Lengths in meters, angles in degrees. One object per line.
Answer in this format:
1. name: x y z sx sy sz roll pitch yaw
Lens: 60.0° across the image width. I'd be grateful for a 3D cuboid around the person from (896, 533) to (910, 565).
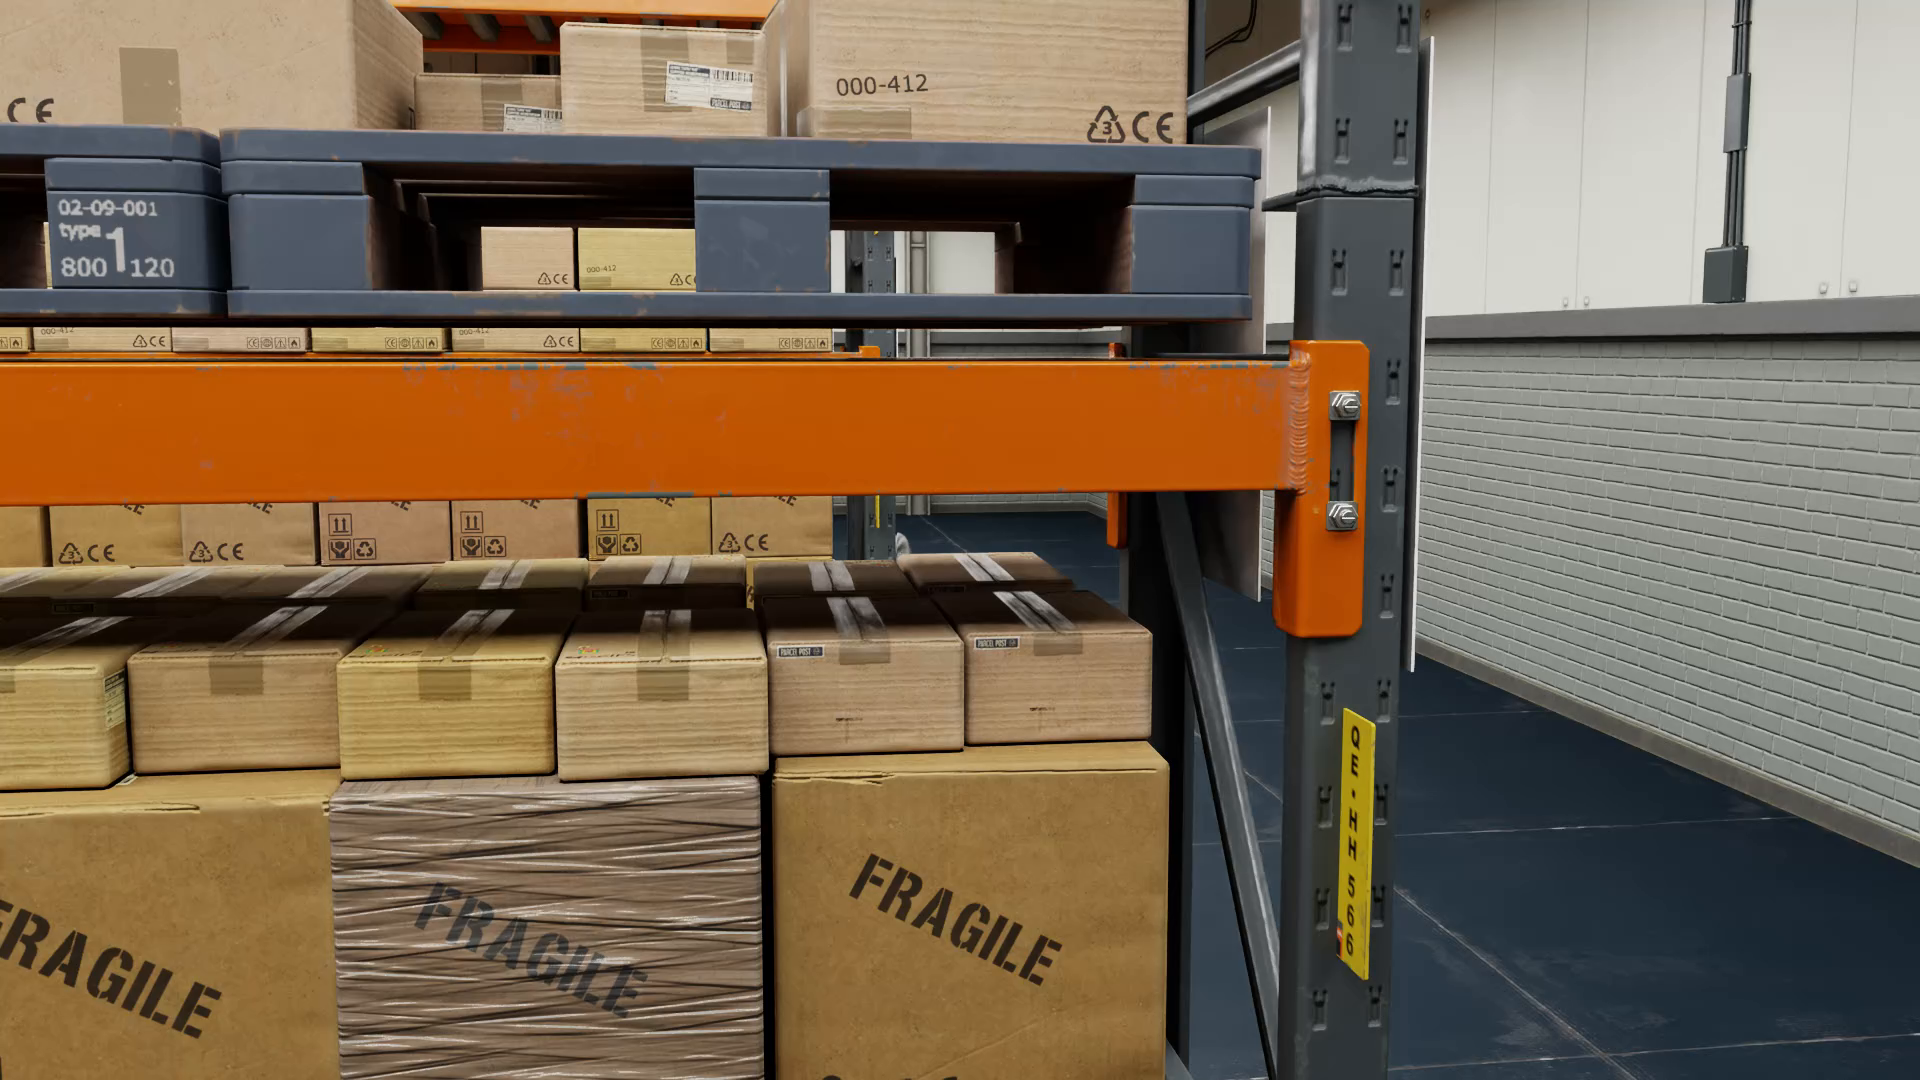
1. person: -0.801 0.435 16.468 0.446 1.002 0.867 3 7 26
